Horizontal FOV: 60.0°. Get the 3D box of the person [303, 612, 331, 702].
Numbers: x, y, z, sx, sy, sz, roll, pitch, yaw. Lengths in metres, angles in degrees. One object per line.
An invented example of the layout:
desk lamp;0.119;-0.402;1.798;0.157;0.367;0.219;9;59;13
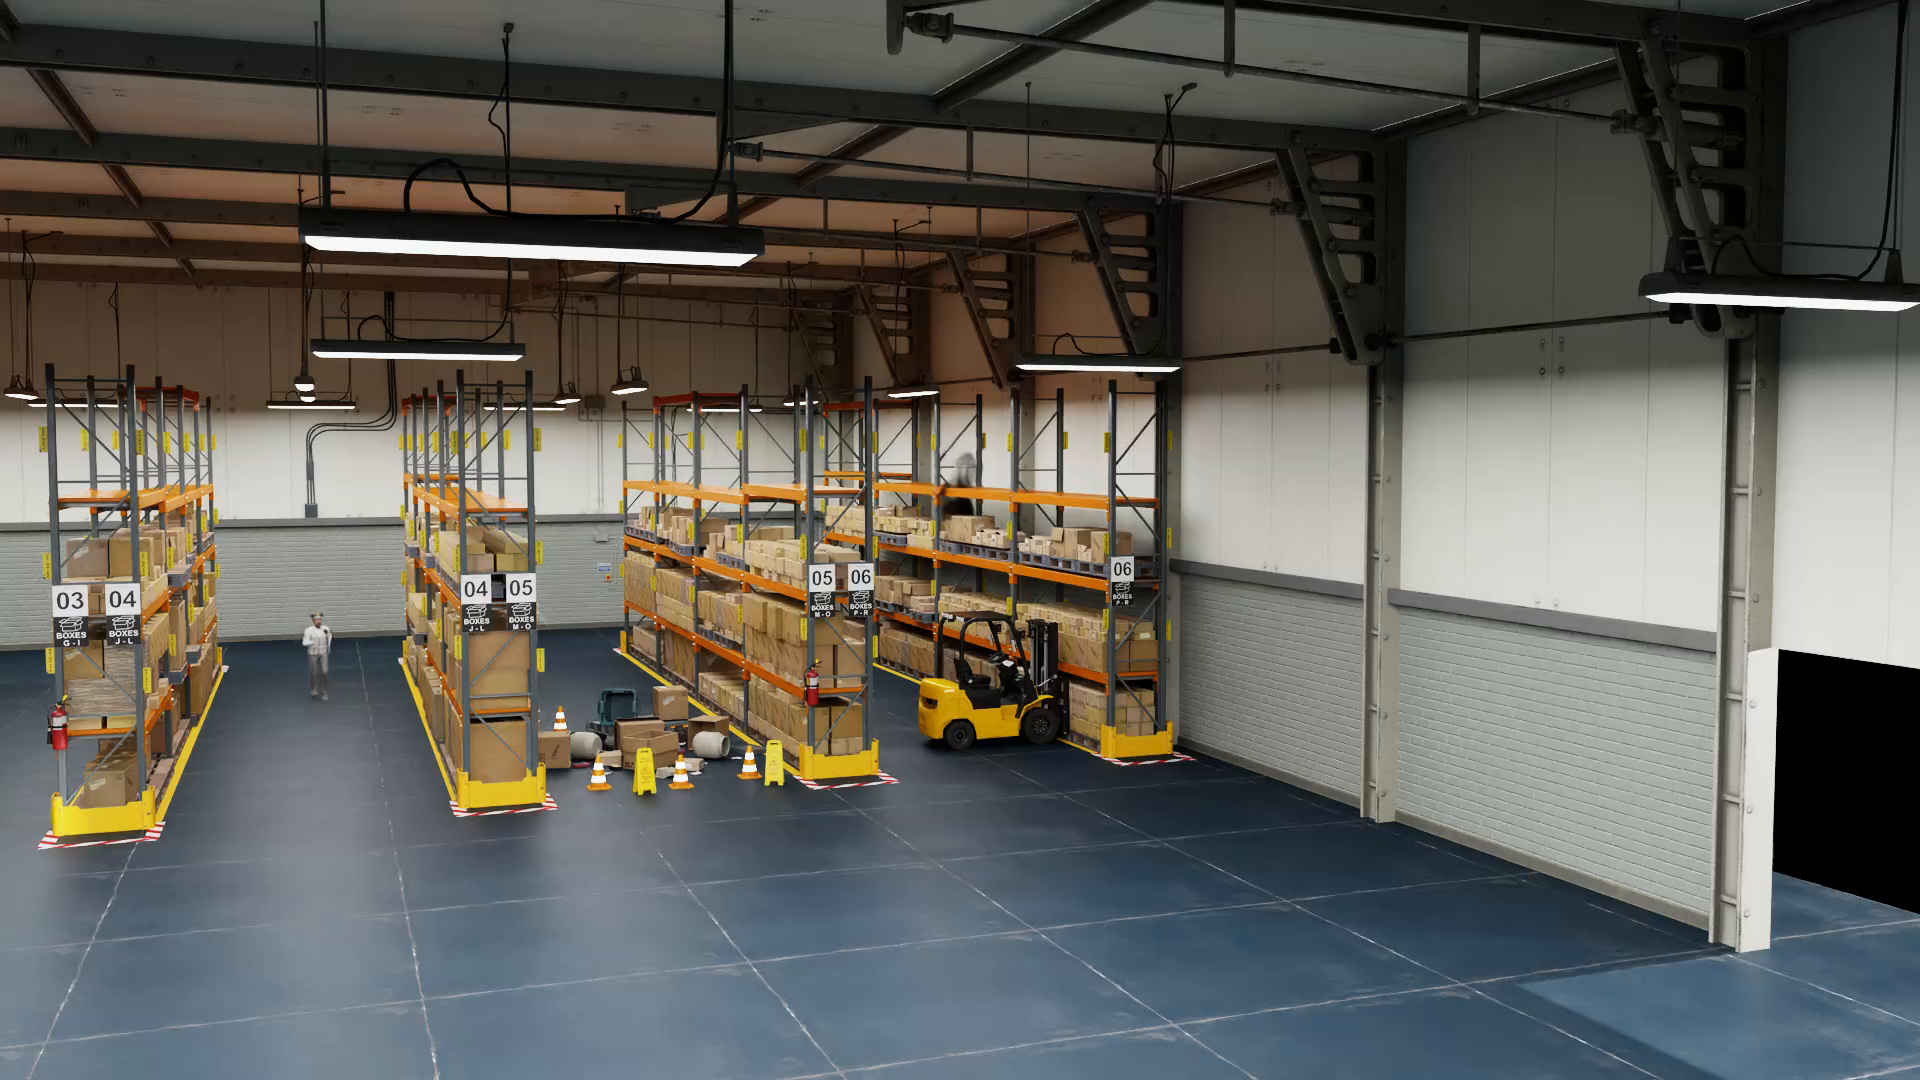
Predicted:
person;-12.525;2.263;32.436;0.557;1.737;0.816;-2;4;-27
